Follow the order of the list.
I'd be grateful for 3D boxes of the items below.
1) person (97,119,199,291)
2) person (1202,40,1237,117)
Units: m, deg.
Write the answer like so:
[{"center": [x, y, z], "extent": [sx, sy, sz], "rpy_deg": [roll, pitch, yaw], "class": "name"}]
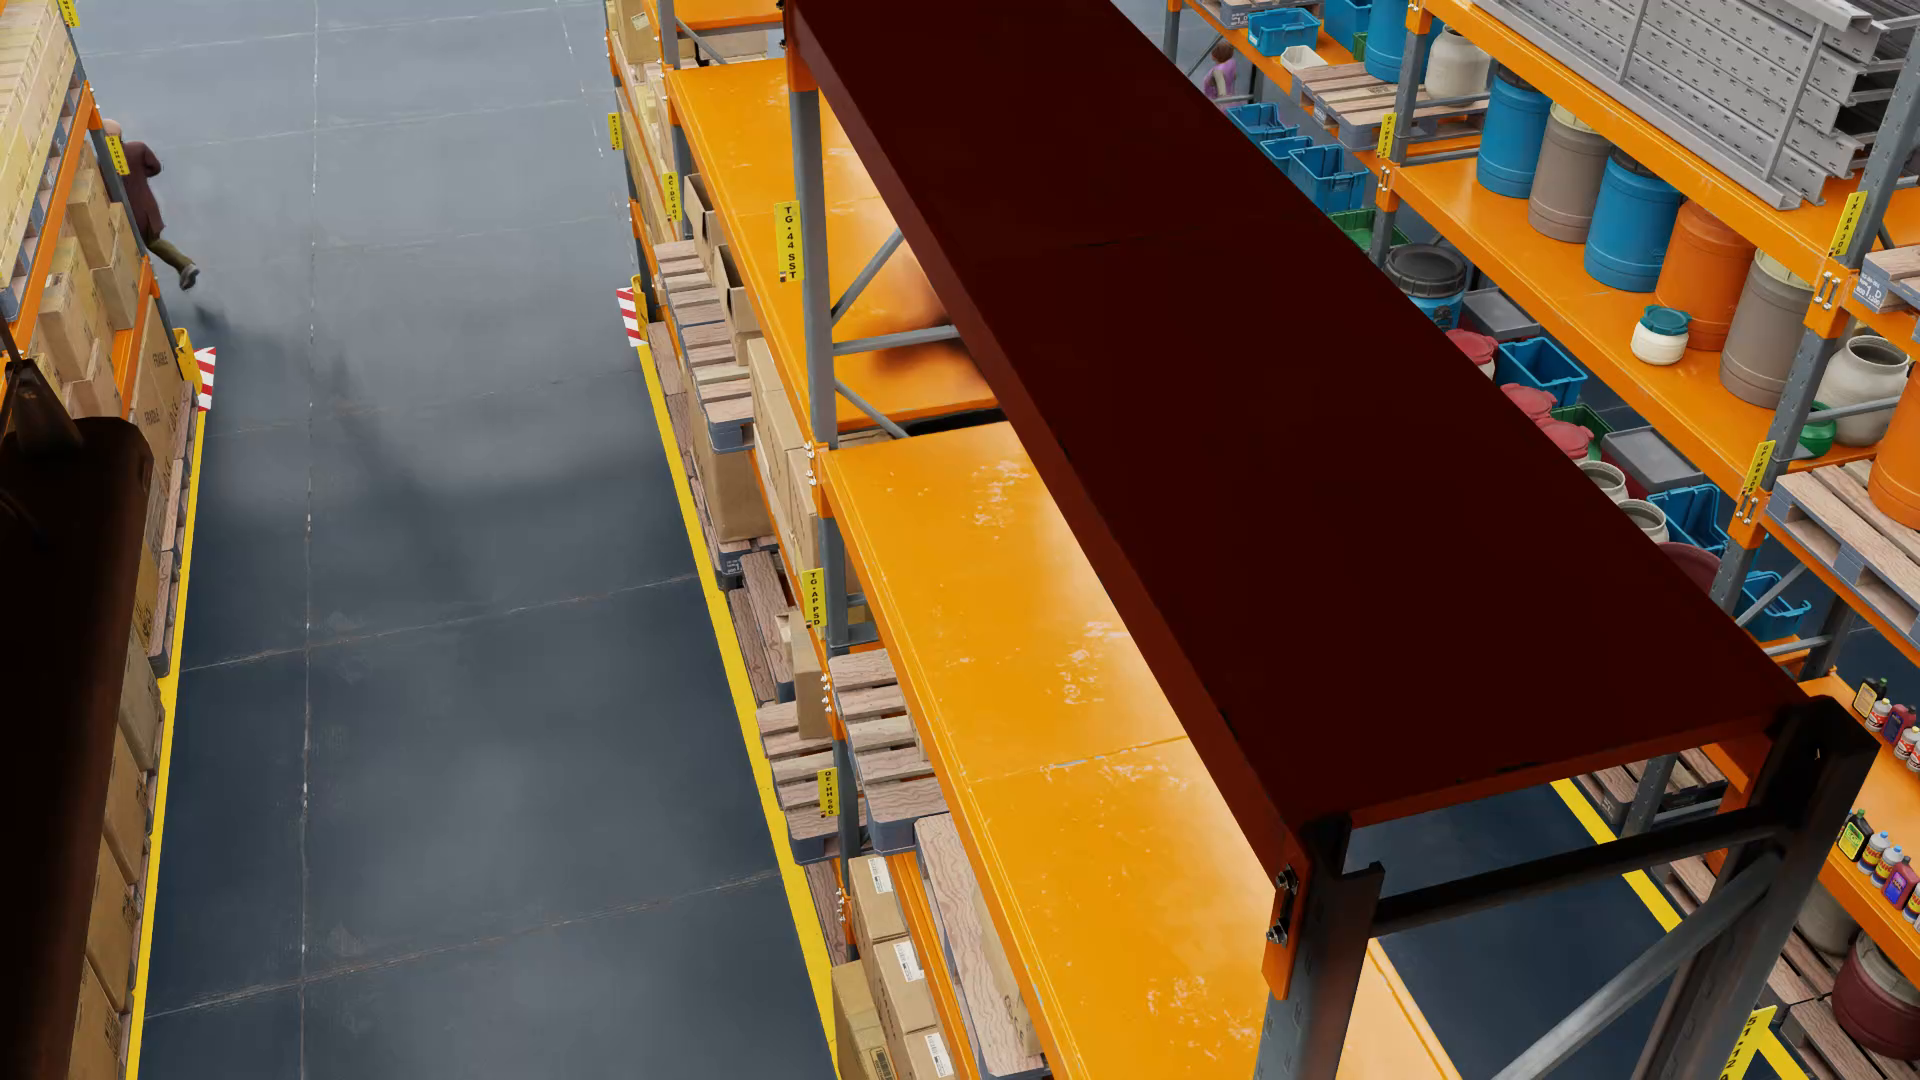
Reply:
[{"center": [-7.528, -3.012, 15.199], "extent": [0.999, 1.765, 0.714], "rpy_deg": [18, 42, 21], "class": "person"}, {"center": [2.648, -4.379, 17.054], "extent": [0.832, 1.568, 0.607], "rpy_deg": [20, 43, 23], "class": "person"}]
